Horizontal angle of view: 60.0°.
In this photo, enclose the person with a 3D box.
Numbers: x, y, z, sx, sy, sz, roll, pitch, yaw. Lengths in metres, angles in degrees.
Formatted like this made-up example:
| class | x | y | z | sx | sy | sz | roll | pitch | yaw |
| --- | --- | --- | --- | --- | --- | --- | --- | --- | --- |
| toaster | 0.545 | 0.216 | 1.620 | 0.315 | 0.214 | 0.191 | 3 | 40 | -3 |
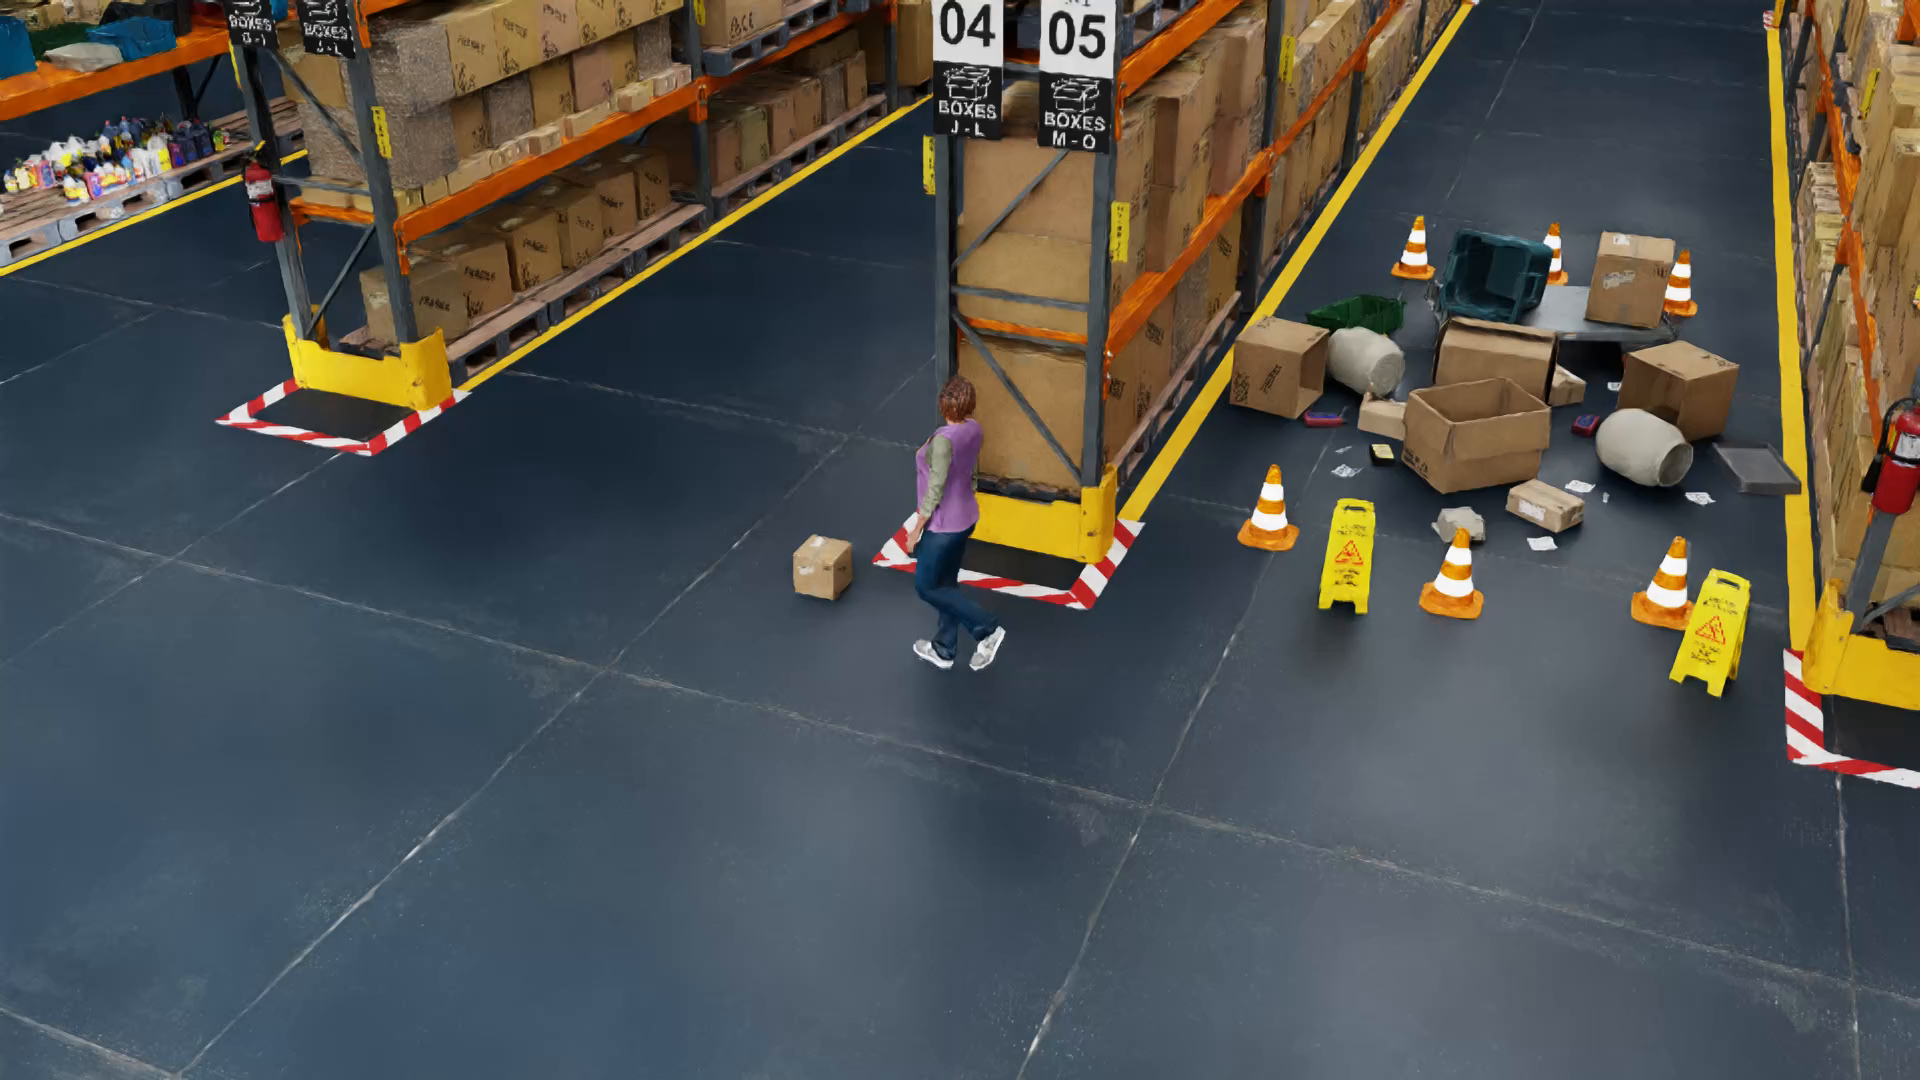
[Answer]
| class | x | y | z | sx | sy | sz | roll | pitch | yaw |
| --- | --- | --- | --- | --- | --- | --- | --- | --- | --- |
| person | 0.015 | -0.046 | 8.541 | 0.517 | 1.512 | 0.470 | 11 | 32 | 18 |
